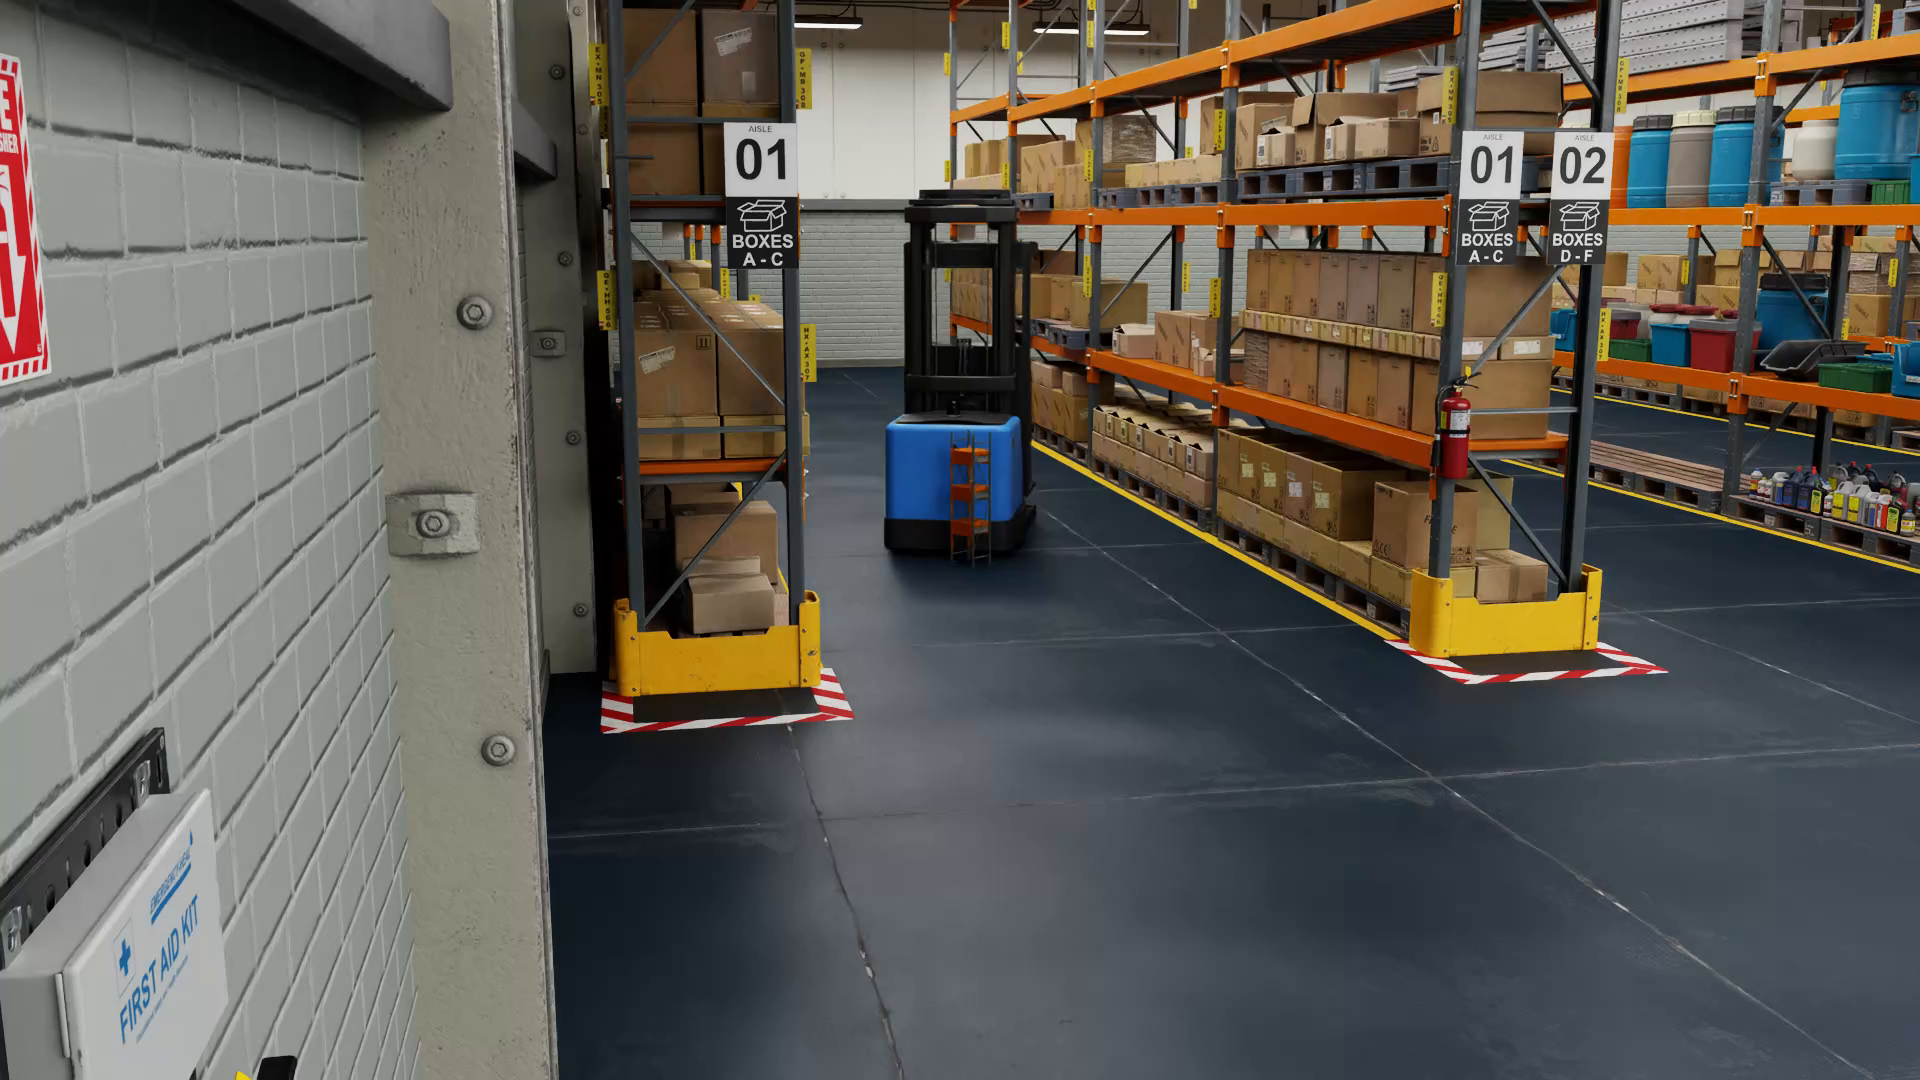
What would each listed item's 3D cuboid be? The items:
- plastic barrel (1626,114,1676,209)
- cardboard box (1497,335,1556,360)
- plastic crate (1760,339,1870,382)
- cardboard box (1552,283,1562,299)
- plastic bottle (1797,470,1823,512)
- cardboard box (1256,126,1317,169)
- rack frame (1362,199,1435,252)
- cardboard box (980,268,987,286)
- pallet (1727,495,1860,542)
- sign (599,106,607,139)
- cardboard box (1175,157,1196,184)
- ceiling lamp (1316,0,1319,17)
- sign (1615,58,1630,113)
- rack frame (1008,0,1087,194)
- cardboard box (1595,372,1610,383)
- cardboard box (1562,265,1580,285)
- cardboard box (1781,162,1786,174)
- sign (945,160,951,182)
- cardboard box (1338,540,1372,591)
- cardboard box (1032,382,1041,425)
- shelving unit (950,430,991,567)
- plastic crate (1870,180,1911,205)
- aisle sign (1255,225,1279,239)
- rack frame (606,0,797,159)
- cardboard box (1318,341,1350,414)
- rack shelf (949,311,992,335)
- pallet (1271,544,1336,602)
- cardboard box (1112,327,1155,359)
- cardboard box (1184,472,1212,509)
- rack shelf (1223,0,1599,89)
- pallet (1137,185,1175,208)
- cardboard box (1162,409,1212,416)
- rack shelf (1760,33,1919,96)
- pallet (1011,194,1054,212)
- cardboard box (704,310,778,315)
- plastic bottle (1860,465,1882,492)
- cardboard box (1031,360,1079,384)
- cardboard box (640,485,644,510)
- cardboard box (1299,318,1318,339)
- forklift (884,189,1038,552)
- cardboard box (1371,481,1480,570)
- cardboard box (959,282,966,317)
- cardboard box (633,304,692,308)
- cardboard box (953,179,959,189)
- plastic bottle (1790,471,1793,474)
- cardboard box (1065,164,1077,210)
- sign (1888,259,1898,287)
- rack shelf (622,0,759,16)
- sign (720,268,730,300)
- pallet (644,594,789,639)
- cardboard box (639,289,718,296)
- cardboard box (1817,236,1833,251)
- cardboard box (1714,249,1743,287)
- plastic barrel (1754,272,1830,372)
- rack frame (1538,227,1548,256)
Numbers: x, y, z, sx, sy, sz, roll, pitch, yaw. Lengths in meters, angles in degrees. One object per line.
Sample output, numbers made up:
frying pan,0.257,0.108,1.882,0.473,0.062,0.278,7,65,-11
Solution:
plastic barrel,6.975,-3.755,16.538,0.600,0.901,0.708,-2,11,-11
cardboard box,3.594,-1.244,10.709,0.380,0.149,0.250,-2,11,-11
plastic crate,7.518,-1.579,14.634,0.767,0.338,0.504,-2,11,-11
cardboard box,9.894,-4.065,27.138,0.500,0.250,0.500,-2,11,-13
plastic bottle,7.327,-0.427,14.324,0.144,0.351,0.185,-3,11,-13
cardboard box,2.626,-3.034,12.833,0.500,0.311,0.500,-3,11,-14
rack frame,5.985,-3.177,22.865,1.000,3.000,0.127,-2,11,-11
cardboard box,0.573,-3.807,23.236,0.500,0.500,0.500,-2,11,-11
pallet,7.631,-0.215,14.762,1.003,0.211,1.213,-2,11,-11
sign,-2.721,-3.250,12.789,0.100,0.325,0.005,-2,11,-11
cardboard box,2.369,-3.489,15.762,0.500,0.250,0.500,-3,11,-16
ceiling lamp,7.155,-10.309,28.681,2.000,3.185,0.800,-2,11,-11
sign,4.005,-2.757,10.090,0.100,0.325,0.005,-2,11,-11
rack frame,1.125,-5.945,21.362,1.000,3.000,0.127,-2,11,-11
cardboard box,10.445,-2.972,26.347,0.875,0.875,0.875,-2,11,-11
cardboard box,9.991,-4.342,26.586,0.500,0.500,0.500,-2,11,-12
cardboard box,10.966,-4.980,22.926,0.700,0.500,0.500,-2,11,-10
sign,-0.185,-5.614,25.311,0.100,0.325,0.005,-2,11,-11
cardboard box,2.956,0.169,11.517,0.500,0.250,0.500,-2,11,-11
cardboard box,1.185,-1.699,20.608,0.500,0.500,0.500,-2,11,-10
shelving unit,0.085,-0.330,13.122,0.215,1.050,0.252,-10,15,-43
plastic crate,7.581,-2.780,13.323,0.336,0.188,0.450,-2,11,-11
aisle sign,4.902,-5.190,26.489,0.394,0.787,0.004,-2,11,-11
rack frame,-1.399,-3.563,8.848,1.000,3.000,0.127,-2,11,-11
cardboard box,3.077,-1.216,12.293,0.700,0.500,0.500,-2,11,-9
rack shelf,0.736,-3.011,23.917,1.077,0.370,4.000,-2,11,-11
pallet,3.036,0.211,12.522,1.003,0.211,1.213,-2,11,-11
cardboard box,1.887,-2.049,17.178,0.500,0.311,0.500,-2,11,-12
cardboard box,2.316,-0.451,14.776,0.500,0.250,0.500,-2,11,-12
rack shelf,3.070,-3.561,11.830,1.077,0.370,4.000,-2,11,-11
pallet,2.343,-3.318,16.091,1.003,0.211,1.213,-2,11,-8
cardboard box,2.354,-1.213,17.276,0.500,0.311,0.500,-2,11,-12
rack shelf,7.930,-3.740,12.773,1.077,0.370,4.000,-2,11,-11
pallet,1.183,-4.257,21.018,1.213,0.211,1.003,-2,11,-11
cardboard box,-1.490,-1.299,11.341,0.500,0.500,0.500,-2,11,-9
plastic bottle,7.986,-0.482,14.613,0.144,0.351,0.185,-3,11,-14
cardboard box,1.175,-2.073,20.569,0.500,0.250,0.500,-2,11,-11
cardboard box,-2.486,-0.565,14.651,0.700,0.500,0.500,-2,11,-12
cardboard box,2.798,-1.605,12.607,0.380,0.149,0.250,-2,11,-13
forklift,0.100,-1.573,14.622,1.130,2.935,3.031,1,11,8
cardboard box,3.063,-0.108,10.967,0.500,0.500,0.500,-2,11,-11
cardboard box,0.281,-3.595,24.794,0.500,0.500,0.500,-2,11,-12
cardboard box,-2.194,-1.465,12.214,0.500,0.500,0.500,-2,11,-11
cardboard box,0.192,-5.273,24.919,0.500,0.250,0.500,-2,11,-11
plastic bottle,7.367,-0.463,14.693,0.061,0.283,0.133,-2,11,-11
cardboard box,1.686,-3.959,18.684,0.910,0.500,0.500,-2,11,-11
sign,11.077,-3.171,19.740,0.100,0.325,0.005,-2,11,-11
rack shelf,-1.788,-3.575,10.843,1.077,0.370,4.000,-2,11,-11
sign,-2.425,-2.634,17.130,0.100,0.325,0.005,-2,11,-11
pallet,-1.537,0.590,10.533,1.003,0.211,1.213,-2,11,-11
cardboard box,-2.719,-2.161,16.083,0.700,0.500,0.500,-3,11,-16
cardboard box,14.777,-4.847,27.902,0.500,0.500,0.500,-2,11,-11
cardboard box,10.976,-3.782,23.095,0.797,0.503,0.637,-2,11,-12
plastic barrel,7.763,-2.038,15.540,0.600,0.901,0.708,-2,11,-11
rack frame,10.065,-4.091,27.666,1.000,3.000,0.127,-2,11,-11
